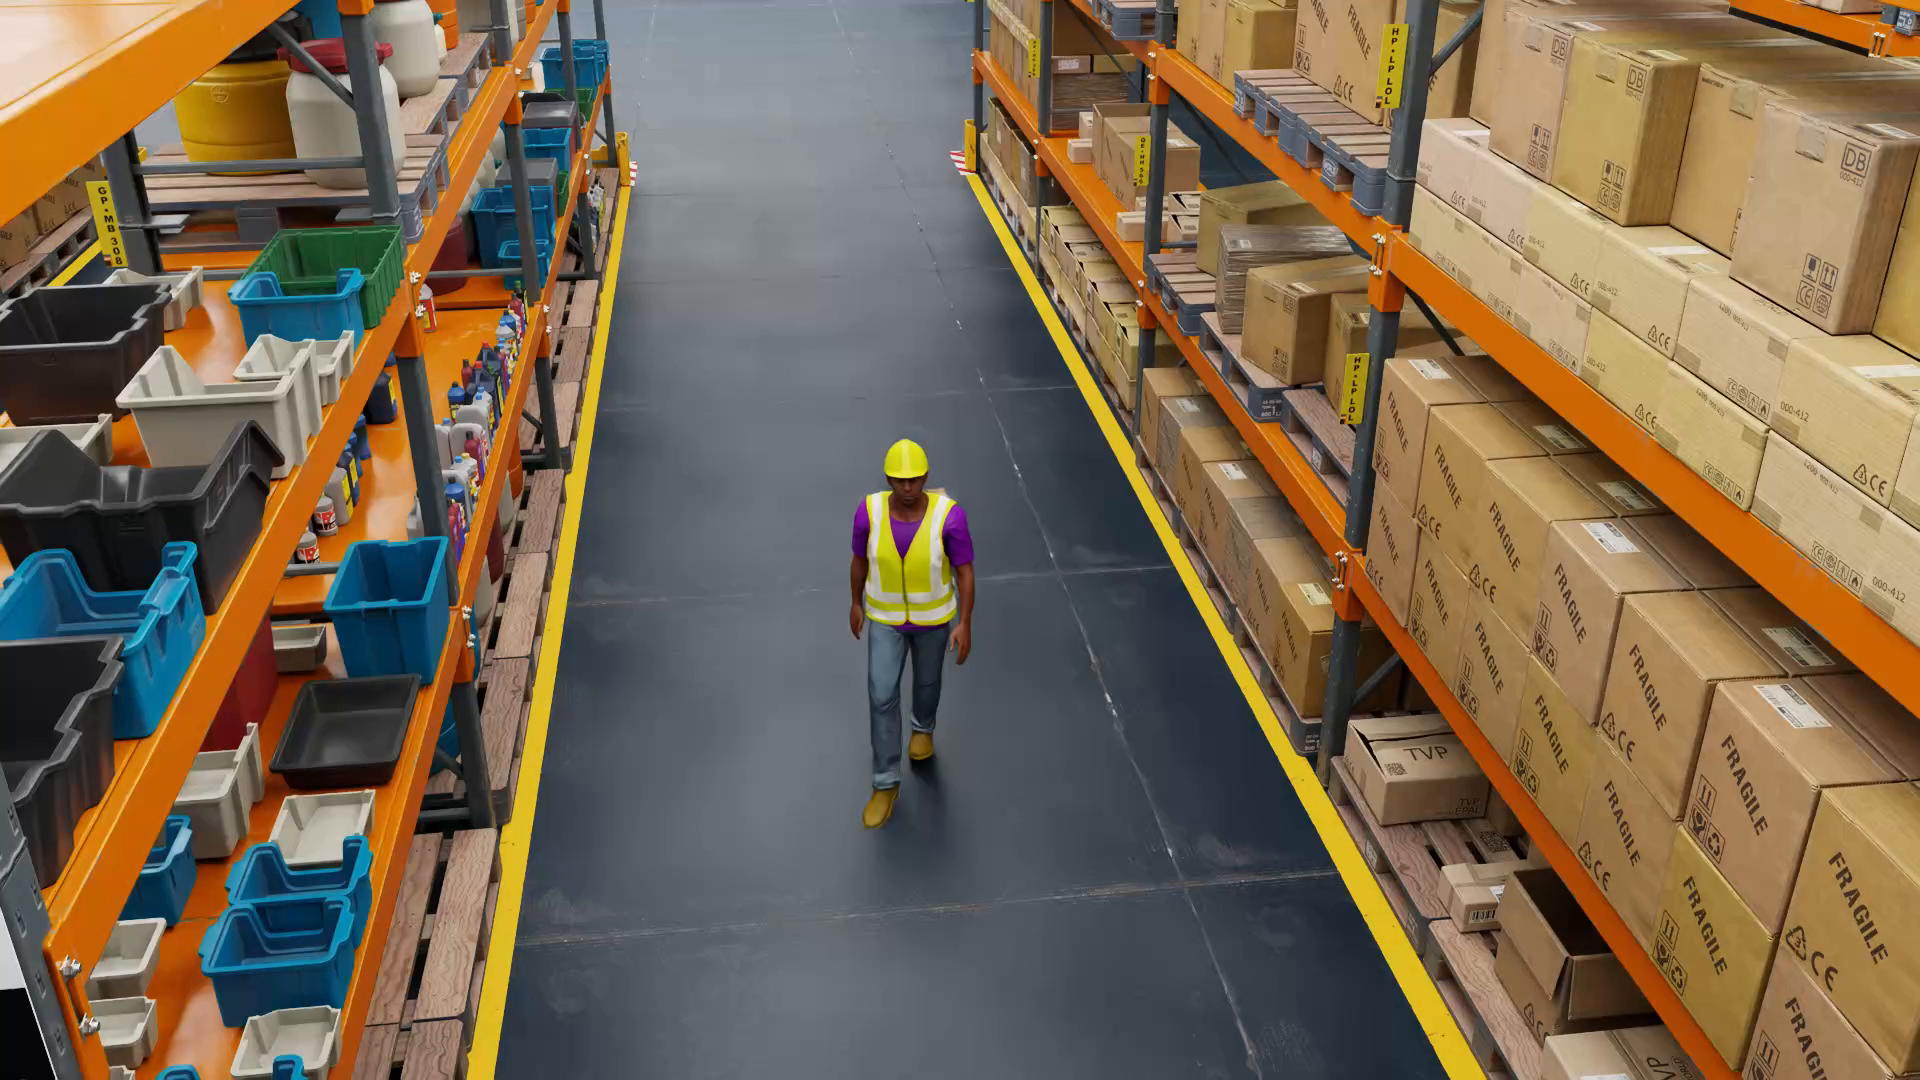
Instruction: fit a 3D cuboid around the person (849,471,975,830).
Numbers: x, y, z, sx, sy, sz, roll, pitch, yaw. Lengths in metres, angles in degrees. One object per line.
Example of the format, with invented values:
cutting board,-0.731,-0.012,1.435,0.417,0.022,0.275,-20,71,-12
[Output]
person,-0.237,0.421,7.809,0.614,1.745,0.817,1,27,3
